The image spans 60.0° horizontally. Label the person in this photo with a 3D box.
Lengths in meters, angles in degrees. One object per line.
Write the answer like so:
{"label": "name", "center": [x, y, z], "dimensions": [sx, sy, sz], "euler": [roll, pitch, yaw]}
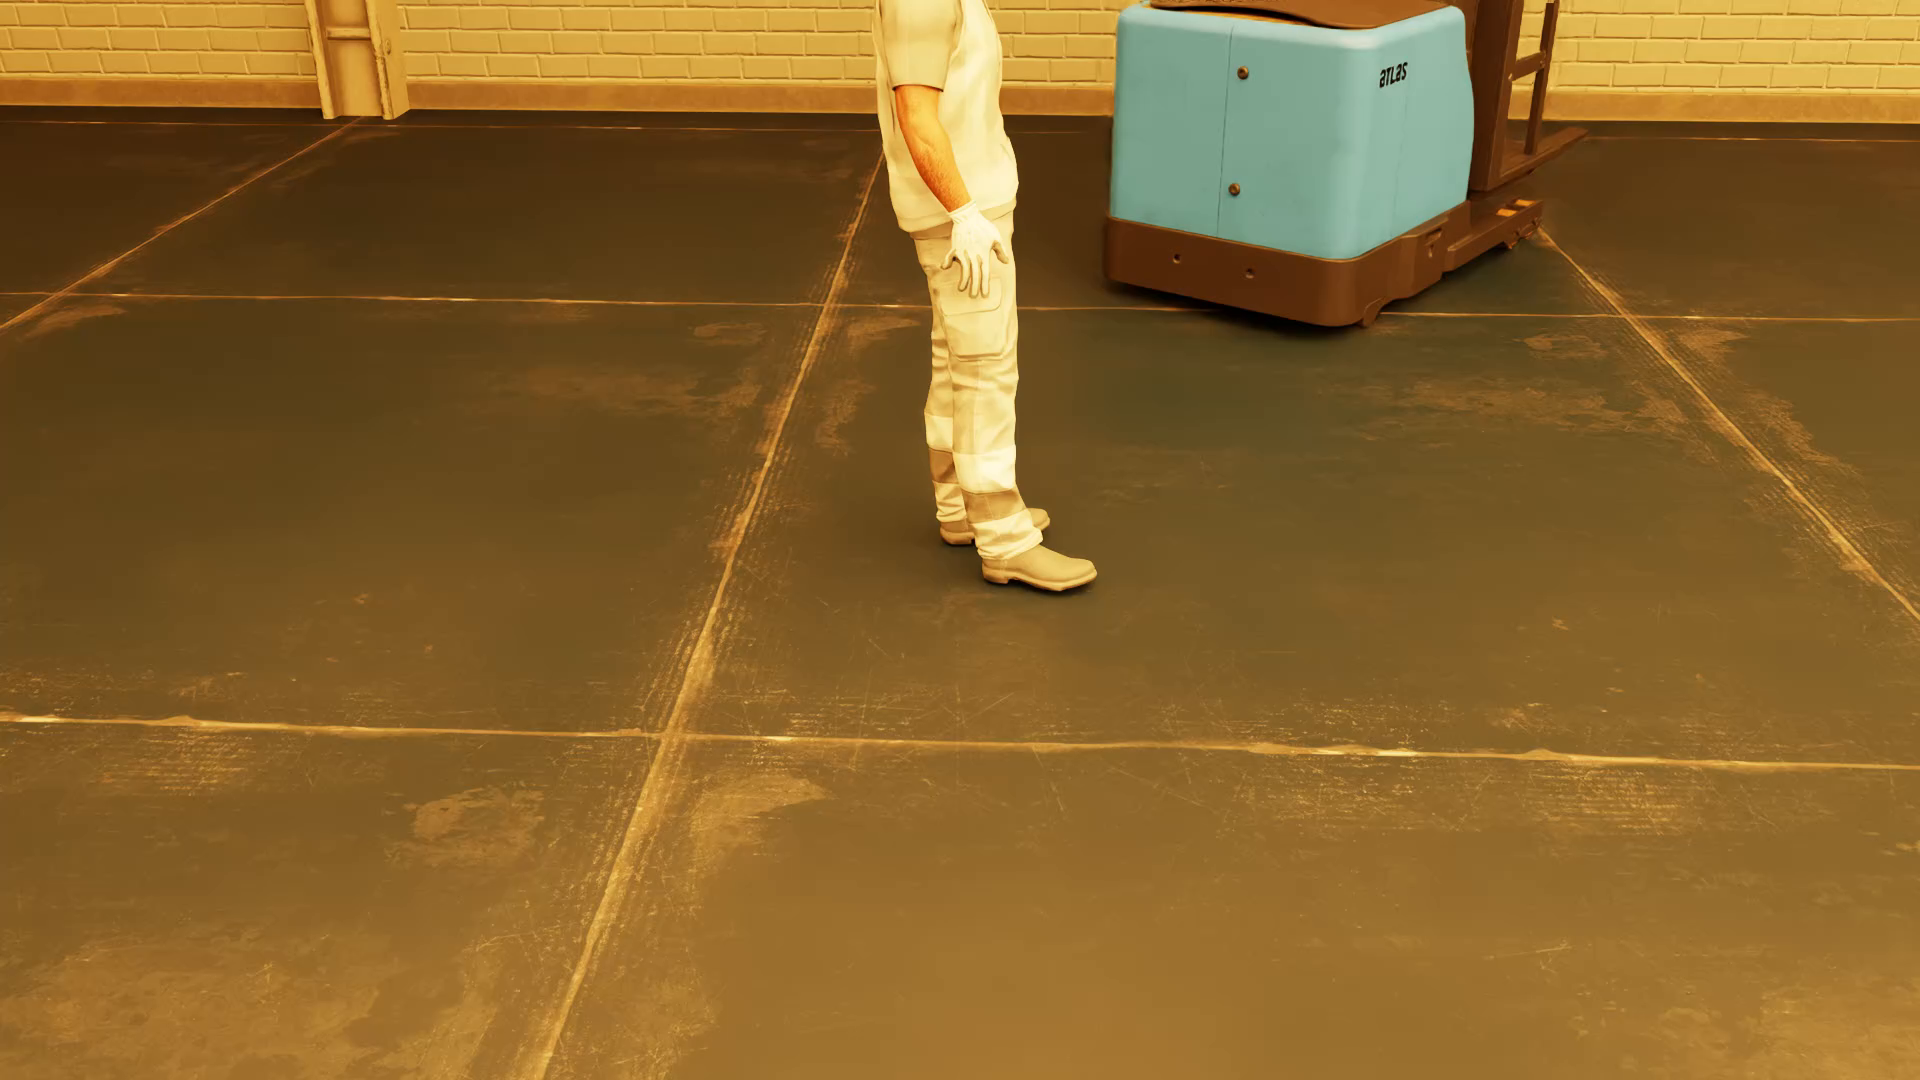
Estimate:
{"label": "person", "center": [0.079, -0.802, 4.108], "dimensions": [0.564, 1.787, 0.637], "euler": [1, 26, 2]}

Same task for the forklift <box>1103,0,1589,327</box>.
{"label": "forklift", "center": [1.850, -2.659, 6.600], "dimensions": [1.130, 2.935, 3.031], "euler": [19, 32, 33]}
